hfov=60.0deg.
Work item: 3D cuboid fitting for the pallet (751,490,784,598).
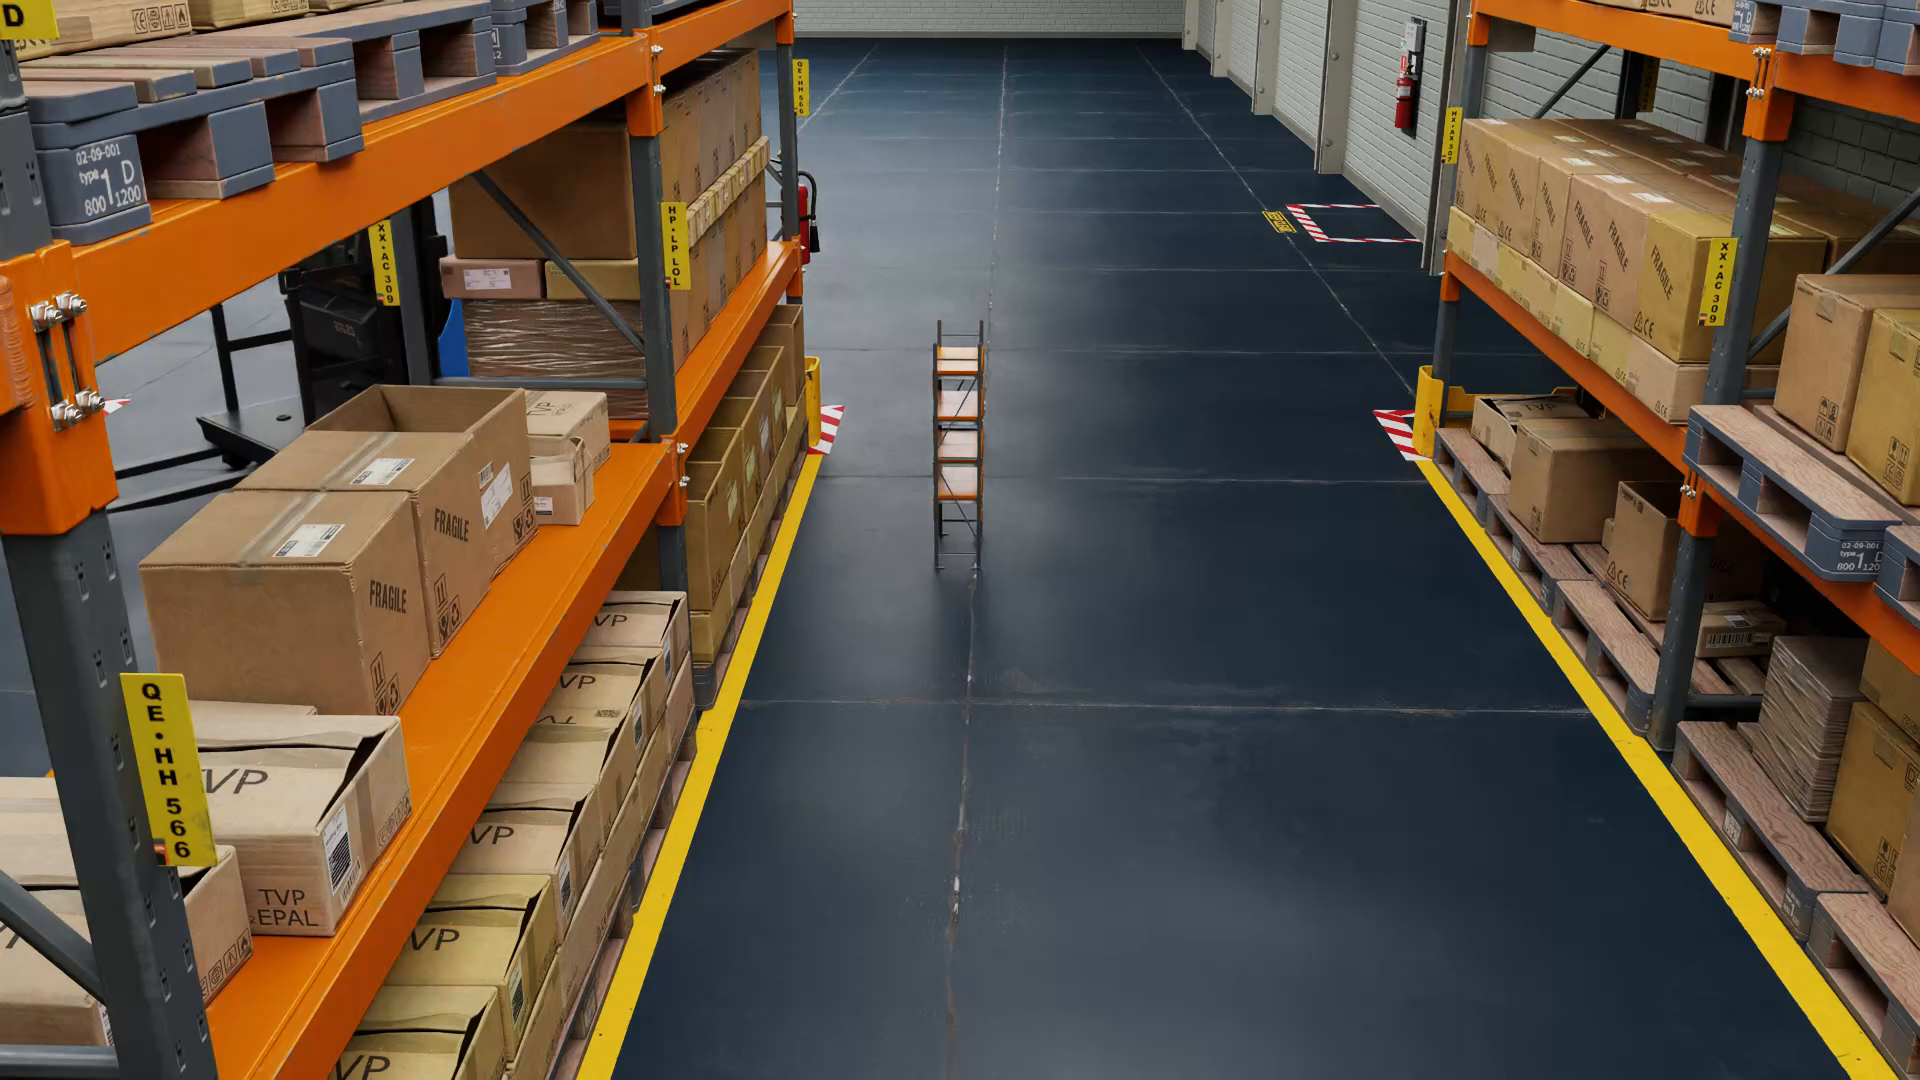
[{"bbox_3d":[-1.508,-0.027,8.807,1.003,0.211,1.213,1,21,2],"label":"pallet"}]

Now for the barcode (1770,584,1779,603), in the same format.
[{"bbox_3d":[3.669,0.242,7.493,0.001,0.075,0.075,1,21,2],"label":"barcode"}]

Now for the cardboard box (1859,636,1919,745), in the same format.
[{"bbox_3d":[3.327,0.492,5.426,0.500,0.250,0.500,0,21,0],"label":"cardboard box"}]

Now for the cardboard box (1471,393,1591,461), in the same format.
[{"bbox_3d":[3.354,-0.693,9.778,0.500,0.311,0.500,-2,21,-4],"label":"cardboard box"}]

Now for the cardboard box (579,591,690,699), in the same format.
[{"bbox_3d":[-1.334,0.377,6.357,0.500,0.311,0.500,1,21,2],"label":"cardboard box"}]

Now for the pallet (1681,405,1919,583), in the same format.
[{"bbox_3d":[3.174,-0.180,5.612,1.003,0.211,1.213,1,21,2],"label":"pallet"}]

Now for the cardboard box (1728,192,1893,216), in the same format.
[{"bbox_3d":[3.586,-1.188,7.088,0.500,0.500,0.500,1,21,1],"label":"cardboard box"}]

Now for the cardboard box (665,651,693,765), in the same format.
[{"bbox_3d":[-1.331,0.642,6.450,0.500,0.250,0.500,0,21,1],"label":"cardboard box"}]

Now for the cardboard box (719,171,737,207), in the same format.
[{"bbox_3d":[-1.346,-1.785,8.447,0.380,0.149,0.250,1,21,3],"label":"cardboard box"}]

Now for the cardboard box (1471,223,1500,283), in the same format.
[{"bbox_3d":[3.131,-1.569,9.107,0.500,0.250,0.500,0,21,0],"label":"cardboard box"}]

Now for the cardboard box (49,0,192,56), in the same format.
[{"bbox_3d":[-1.775,-1.030,3.017,0.500,0.250,0.500,1,21,3],"label":"cardboard box"}]

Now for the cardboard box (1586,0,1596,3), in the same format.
[{"bbox_3d":[3.146,-2.752,7.661,0.500,0.500,0.500,2,21,5],"label":"cardboard box"}]

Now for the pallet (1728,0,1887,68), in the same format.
[{"bbox_3d":[3.218,-1.633,5.205,1.213,0.211,1.003,1,21,2],"label":"pallet"}]

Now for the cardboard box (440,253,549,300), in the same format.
[{"bbox_3d":[-1.814,-1.047,6.547,0.380,0.149,0.250,1,21,2],"label":"cardboard box"}]

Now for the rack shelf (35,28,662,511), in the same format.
[{"bbox_3d":[-1.669,-0.938,4.147,1.077,0.370,4.000,1,21,2],"label":"rack shelf"}]

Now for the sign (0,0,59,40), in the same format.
[{"bbox_3d":[-1.188,-0.784,2.042,0.100,0.325,0.005,1,21,2],"label":"sign"}]

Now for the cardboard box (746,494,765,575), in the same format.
[{"bbox_3d":[-1.251,-0.037,8.199,0.500,0.250,0.500,1,21,2],"label":"cardboard box"}]

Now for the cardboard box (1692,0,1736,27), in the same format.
[{"bbox_3d":[3.111,-2.185,6.201,0.500,0.500,0.500,1,21,3],"label":"cardboard box"}]

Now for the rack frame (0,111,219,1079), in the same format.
[{"bbox_3d":[-1.730,0.849,2.695,1.000,3.000,0.127,1,21,2],"label":"rack frame"}]

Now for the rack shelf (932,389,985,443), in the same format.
[{"bbox_3d":[-0.005,-0.645,8.601,0.258,0.148,0.480,1,21,2],"label":"rack shelf"}]

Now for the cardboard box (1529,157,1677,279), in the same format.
[{"bbox_3d":[3.099,-1.558,8.042,0.500,0.500,0.500,1,21,3],"label":"cardboard box"}]

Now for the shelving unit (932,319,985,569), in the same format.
[{"bbox_3d":[-0.005,-0.500,8.658,0.258,1.200,0.503,1,21,2],"label":"shelving unit"}]

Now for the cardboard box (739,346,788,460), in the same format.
[{"bbox_3d":[-1.221,-0.749,8.995,0.500,0.500,0.500,1,21,2],"label":"cardboard box"}]

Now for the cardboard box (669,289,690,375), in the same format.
[{"bbox_3d":[-1.592,-0.996,7.310,0.700,0.500,0.500,0,21,1],"label":"cardboard box"}]

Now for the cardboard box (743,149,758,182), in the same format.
[{"bbox_3d":[-1.322,-2.066,9.171,0.380,0.149,0.250,0,21,1],"label":"cardboard box"}]

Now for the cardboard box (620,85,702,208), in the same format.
[{"bbox_3d":[-1.571,-1.773,7.521,0.700,0.500,0.500,1,21,2],"label":"cardboard box"}]

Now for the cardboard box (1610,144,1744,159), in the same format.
[{"bbox_3d":[3.626,-1.738,8.505,0.500,0.500,0.500,0,21,0],"label":"cardboard box"}]

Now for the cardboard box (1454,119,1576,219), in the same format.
[{"bbox_3d":[3.150,-2.111,9.465,0.500,0.500,0.500,1,21,2],"label":"cardboard box"}]

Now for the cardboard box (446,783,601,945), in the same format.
[{"bbox_3d":[-1.380,0.927,4.939,0.500,0.311,0.500,0,21,1],"label":"cardboard box"}]

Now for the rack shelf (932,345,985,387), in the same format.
[{"bbox_3d":[-0.005,-0.866,8.515,0.258,0.148,0.480,1,21,2],"label":"rack shelf"}]

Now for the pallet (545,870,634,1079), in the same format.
[{"bbox_3d":[-1.626,1.411,5.100,1.003,0.211,1.213,1,21,2],"label":"pallet"}]

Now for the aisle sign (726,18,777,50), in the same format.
[{"bbox_3d":[-1.191,-3.276,9.733,0.394,0.787,0.004,1,21,2],"label":"aisle sign"}]

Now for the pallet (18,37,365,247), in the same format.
[{"bbox_3d":[-1.799,-0.708,2.822,1.213,0.211,1.003,2,21,4],"label":"pallet"}]

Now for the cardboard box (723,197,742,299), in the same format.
[{"bbox_3d":[-1.546,-1.553,8.745,0.700,0.500,0.500,1,21,2],"label":"cardboard box"}]

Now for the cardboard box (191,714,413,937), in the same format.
[{"bbox_3d":[-1.509,0.569,3.539,0.500,0.311,0.500,0,21,1],"label":"cardboard box"}]

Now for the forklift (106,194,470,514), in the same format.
[{"bbox_3d":[-3.851,-1.766,9.527,1.130,2.935,3.031,18,28,39],"label":"forklift"}]

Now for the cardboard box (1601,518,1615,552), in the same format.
[{"bbox_3d":[3.412,0.001,8.212,0.380,0.149,0.250,-1,21,-3],"label":"cardboard box"}]

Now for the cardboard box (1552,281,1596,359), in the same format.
[{"bbox_3d":[3.078,-1.021,7.692,0.500,0.250,0.500,1,21,1],"label":"cardboard box"}]

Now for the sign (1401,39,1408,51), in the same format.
[{"bbox_3d":[4.715,-5.252,17.635,0.001,0.109,0.331,1,21,2],"label":"sign"}]

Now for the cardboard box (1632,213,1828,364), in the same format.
[{"bbox_3d":[3.048,-1.008,6.623,0.500,0.500,0.500,1,21,1],"label":"cardboard box"}]

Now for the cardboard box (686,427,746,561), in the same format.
[{"bbox_3d":[-1.274,-0.206,7.598,0.500,0.500,0.500,1,21,2],"label":"cardboard box"}]

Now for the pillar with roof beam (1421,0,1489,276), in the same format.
[{"bbox_3d":[0.187,-6.742,13.964,9.100,9.000,0.400,1,21,2],"label":"pillar with roof beam"}]

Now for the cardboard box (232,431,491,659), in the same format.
[{"bbox_3d":[-1.679,0.005,4.732,0.500,0.500,0.500,1,21,2],"label":"cardboard box"}]

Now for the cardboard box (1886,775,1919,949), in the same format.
[{"bbox_3d":[3.316,1.053,5.015,0.700,0.500,0.500,1,21,2],"label":"cardboard box"}]

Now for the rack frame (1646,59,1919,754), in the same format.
[{"bbox_3d":[3.343,-0.545,6.286,1.000,3.000,0.127,1,21,2],"label":"rack frame"}]

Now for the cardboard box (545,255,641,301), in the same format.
[{"bbox_3d":[-1.407,-1.042,6.532,0.380,0.149,0.250,1,21,2],"label":"cardboard box"}]

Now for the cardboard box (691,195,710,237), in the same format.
[{"bbox_3d":[-1.372,-1.508,7.733,0.380,0.149,0.250,0,21,0],"label":"cardboard box"}]

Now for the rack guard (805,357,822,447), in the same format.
[{"bbox_3d":[-1.486,-0.887,10.625,1.175,0.500,0.348,1,21,2],"label":"rack guard"}]

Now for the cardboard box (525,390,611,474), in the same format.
[{"bbox_3d":[-1.580,-0.349,5.990,0.500,0.250,0.500,2,21,5],"label":"cardboard box"}]

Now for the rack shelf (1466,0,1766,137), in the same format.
[{"bbox_3d":[3.404,-2.331,7.737,1.077,0.370,4.000,1,21,2],"label":"rack shelf"}]

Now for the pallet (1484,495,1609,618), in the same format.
[{"bbox_3d":[3.362,0.070,8.557,1.003,0.211,1.213,1,21,2],"label":"pallet"}]

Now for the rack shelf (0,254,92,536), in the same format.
[{"bbox_3d":[-1.791,0.509,0.419,1.077,0.370,4.000,1,21,2],"label":"rack shelf"}]

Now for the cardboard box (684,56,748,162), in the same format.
[{"bbox_3d":[-1.526,-2.317,8.923,0.700,0.500,0.500,0,21,0],"label":"cardboard box"}]

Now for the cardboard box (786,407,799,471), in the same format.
[{"bbox_3d":[-1.211,-0.580,9.597,0.500,0.250,0.500,1,21,2],"label":"cardboard box"}]

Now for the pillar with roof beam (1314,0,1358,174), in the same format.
[{"bbox_3d":[0.370,-8.911,19.555,9.100,9.000,0.400,1,21,2],"label":"pillar with roof beam"}]

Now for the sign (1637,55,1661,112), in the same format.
[{"bbox_3d":[4.019,-2.665,9.712,0.100,0.325,0.005,1,21,2],"label":"sign"}]

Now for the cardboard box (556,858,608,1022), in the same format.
[{"bbox_3d":[-1.381,1.193,5.027,0.500,0.250,0.500,1,21,3],"label":"cardboard box"}]
